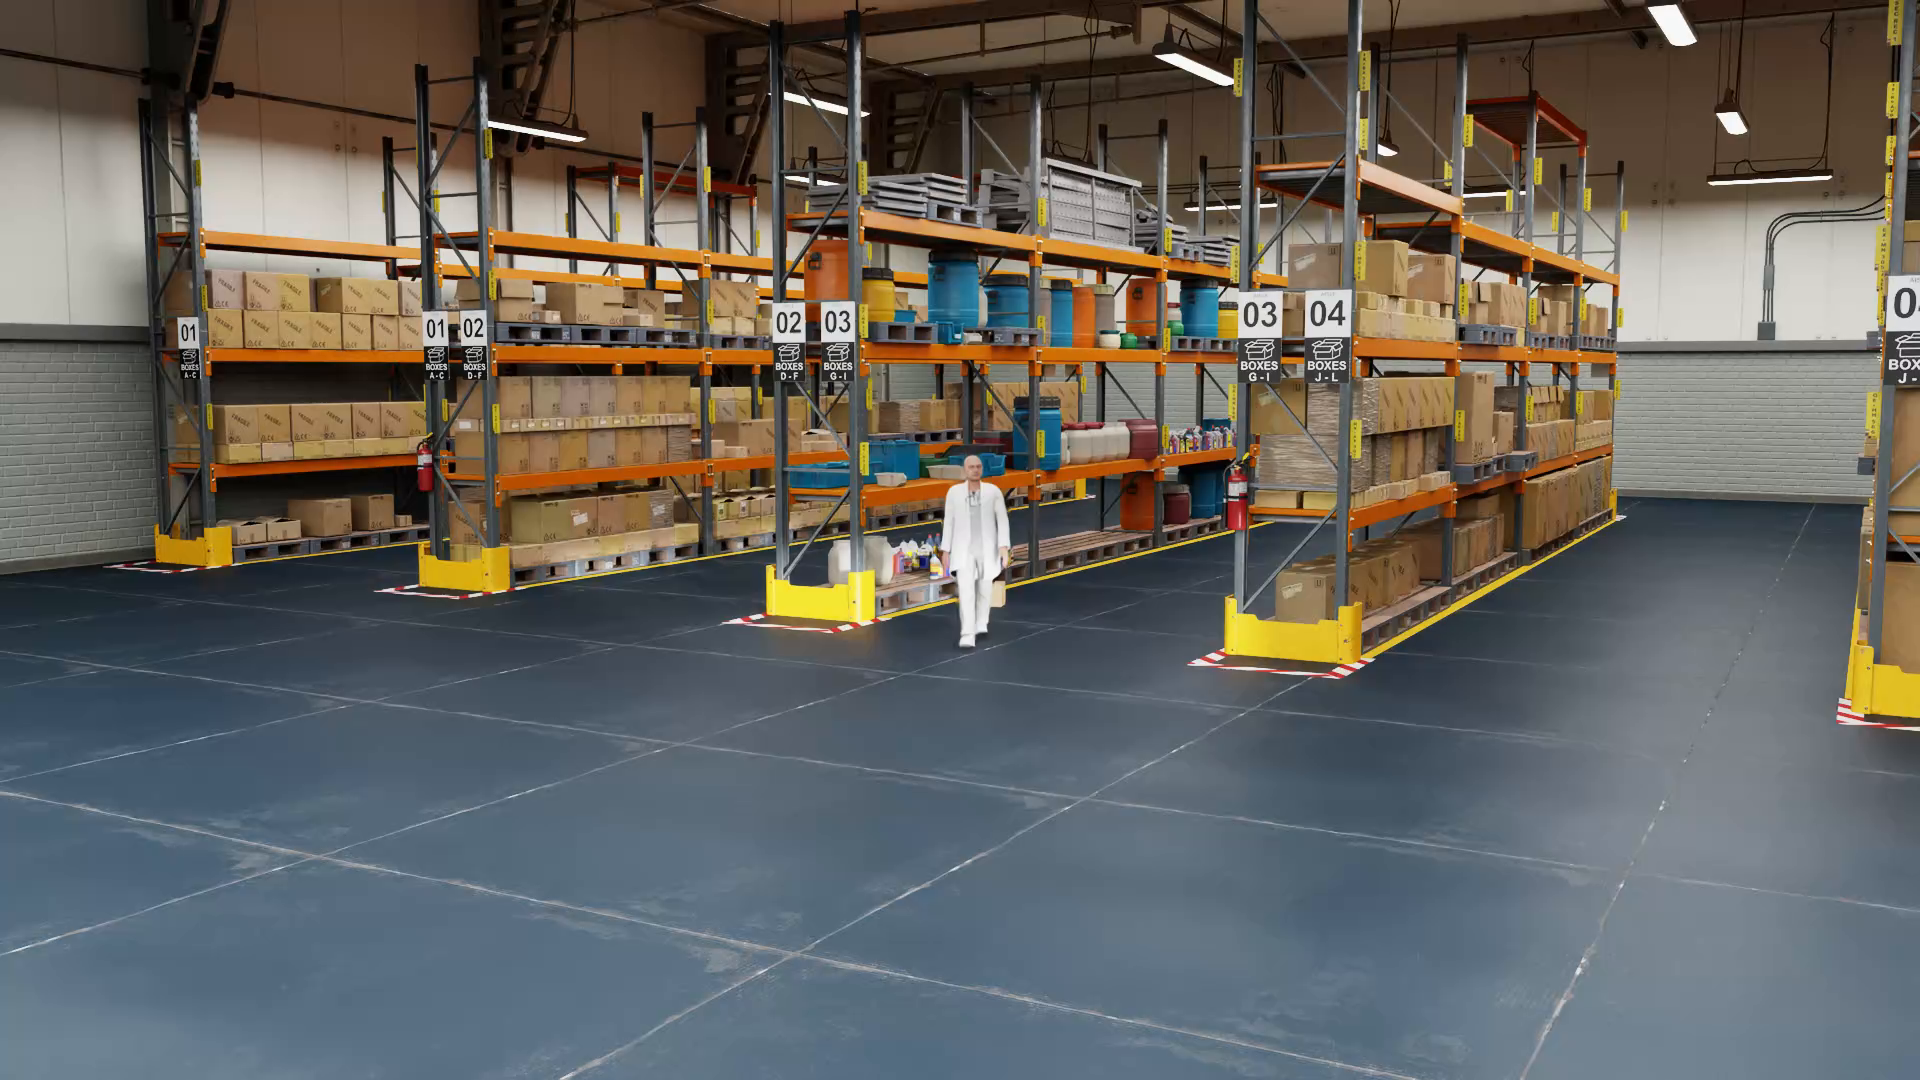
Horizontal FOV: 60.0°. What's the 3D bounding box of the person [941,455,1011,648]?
[{"bbox_3d":[0.146,0.088,15.230,0.610,1.722,1.163,-1,6,-6],"label":"person"}]
